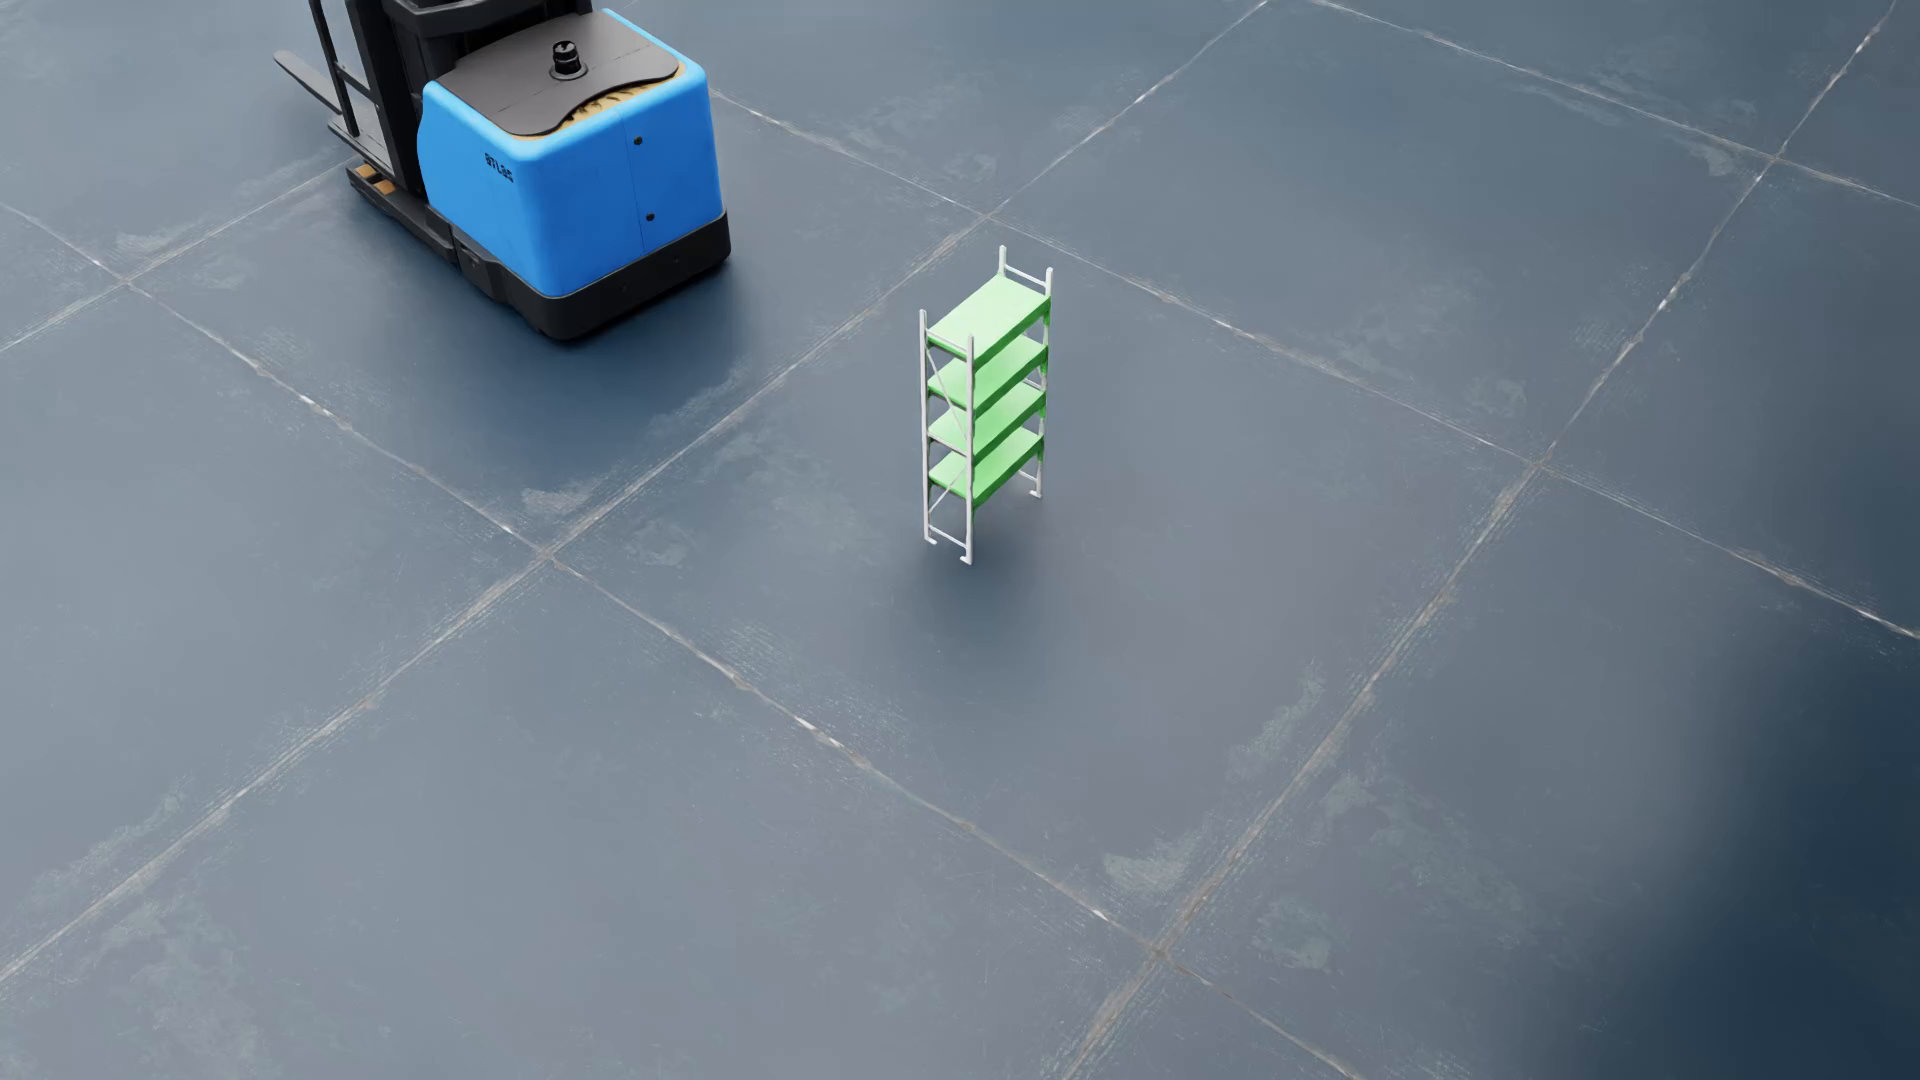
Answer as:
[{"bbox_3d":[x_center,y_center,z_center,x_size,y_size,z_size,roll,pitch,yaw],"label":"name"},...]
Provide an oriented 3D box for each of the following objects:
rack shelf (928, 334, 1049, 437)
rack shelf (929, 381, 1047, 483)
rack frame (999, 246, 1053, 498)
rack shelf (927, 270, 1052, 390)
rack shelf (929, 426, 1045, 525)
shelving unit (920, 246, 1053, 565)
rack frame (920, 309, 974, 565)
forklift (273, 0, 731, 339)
[{"bbox_3d":[0.101,-0.631,6.444,0.258,0.148,0.480,29,53,25],"label":"rack shelf"},{"bbox_3d":[0.101,-0.465,6.618,0.258,0.148,0.480,29,53,25],"label":"rack shelf"},{"bbox_3d":[0.250,-0.649,6.705,0.240,1.200,0.015,29,53,25],"label":"rack frame"},{"bbox_3d":[0.101,-0.797,6.270,0.258,0.148,0.480,29,53,25],"label":"rack shelf"},{"bbox_3d":[0.101,-0.299,6.791,0.258,0.148,0.480,29,53,25],"label":"rack shelf"},{"bbox_3d":[0.101,-0.509,6.571,0.258,1.200,0.503,29,53,25],"label":"shelving unit"},{"bbox_3d":[-0.048,-0.370,6.438,0.240,1.200,0.015,29,53,25],"label":"rack frame"},{"bbox_3d":[-2.505,-2.913,7.670,1.130,2.935,3.031,-35,55,-28],"label":"forklift"}]
